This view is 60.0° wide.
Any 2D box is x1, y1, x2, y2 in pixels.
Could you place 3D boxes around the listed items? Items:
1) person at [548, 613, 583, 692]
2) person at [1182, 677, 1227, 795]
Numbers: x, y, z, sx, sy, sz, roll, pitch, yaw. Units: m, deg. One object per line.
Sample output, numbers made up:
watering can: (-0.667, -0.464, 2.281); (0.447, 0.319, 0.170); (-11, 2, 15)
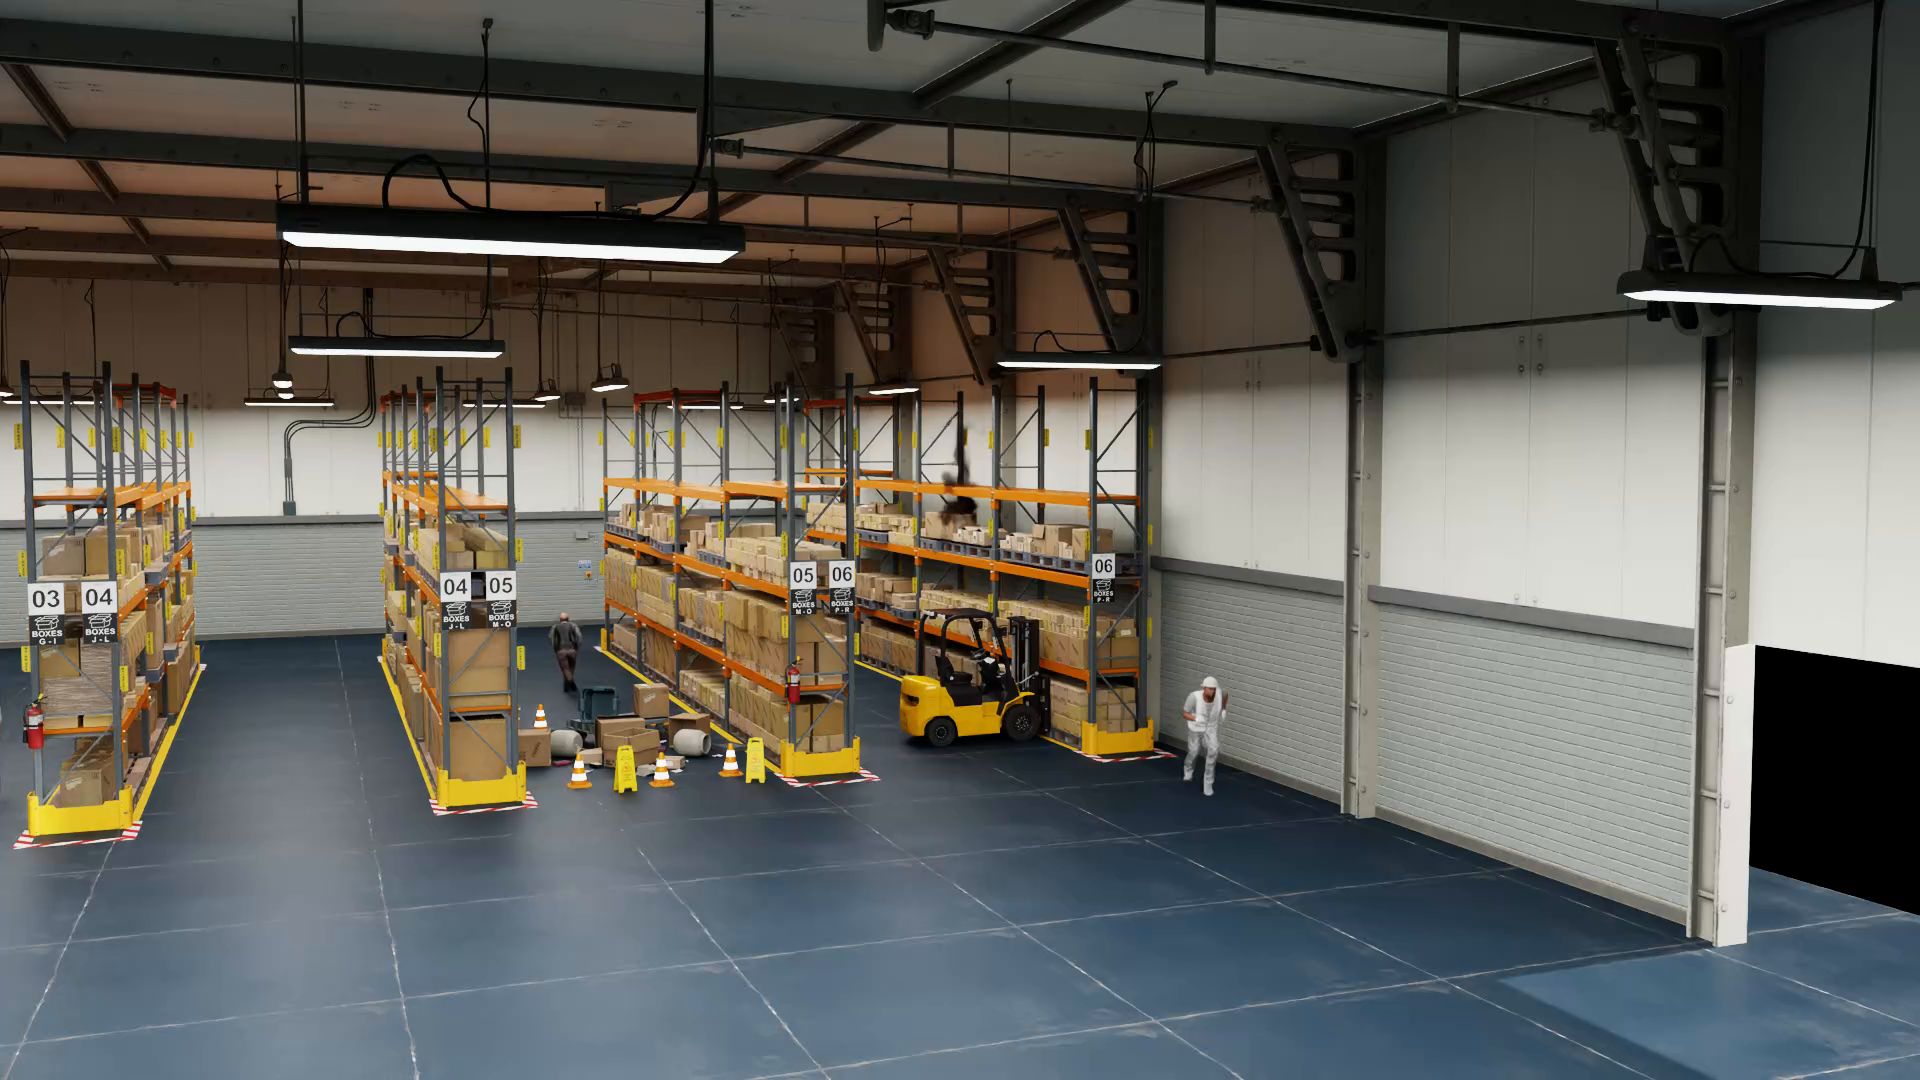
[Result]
person: (-7.777, 2.267, 32.849); (0.663, 1.575, 1.005); (-1, 4, -20)
person: (3.467, 2.762, 23.771); (0.730, 1.725, 1.028); (-1, 4, -12)
